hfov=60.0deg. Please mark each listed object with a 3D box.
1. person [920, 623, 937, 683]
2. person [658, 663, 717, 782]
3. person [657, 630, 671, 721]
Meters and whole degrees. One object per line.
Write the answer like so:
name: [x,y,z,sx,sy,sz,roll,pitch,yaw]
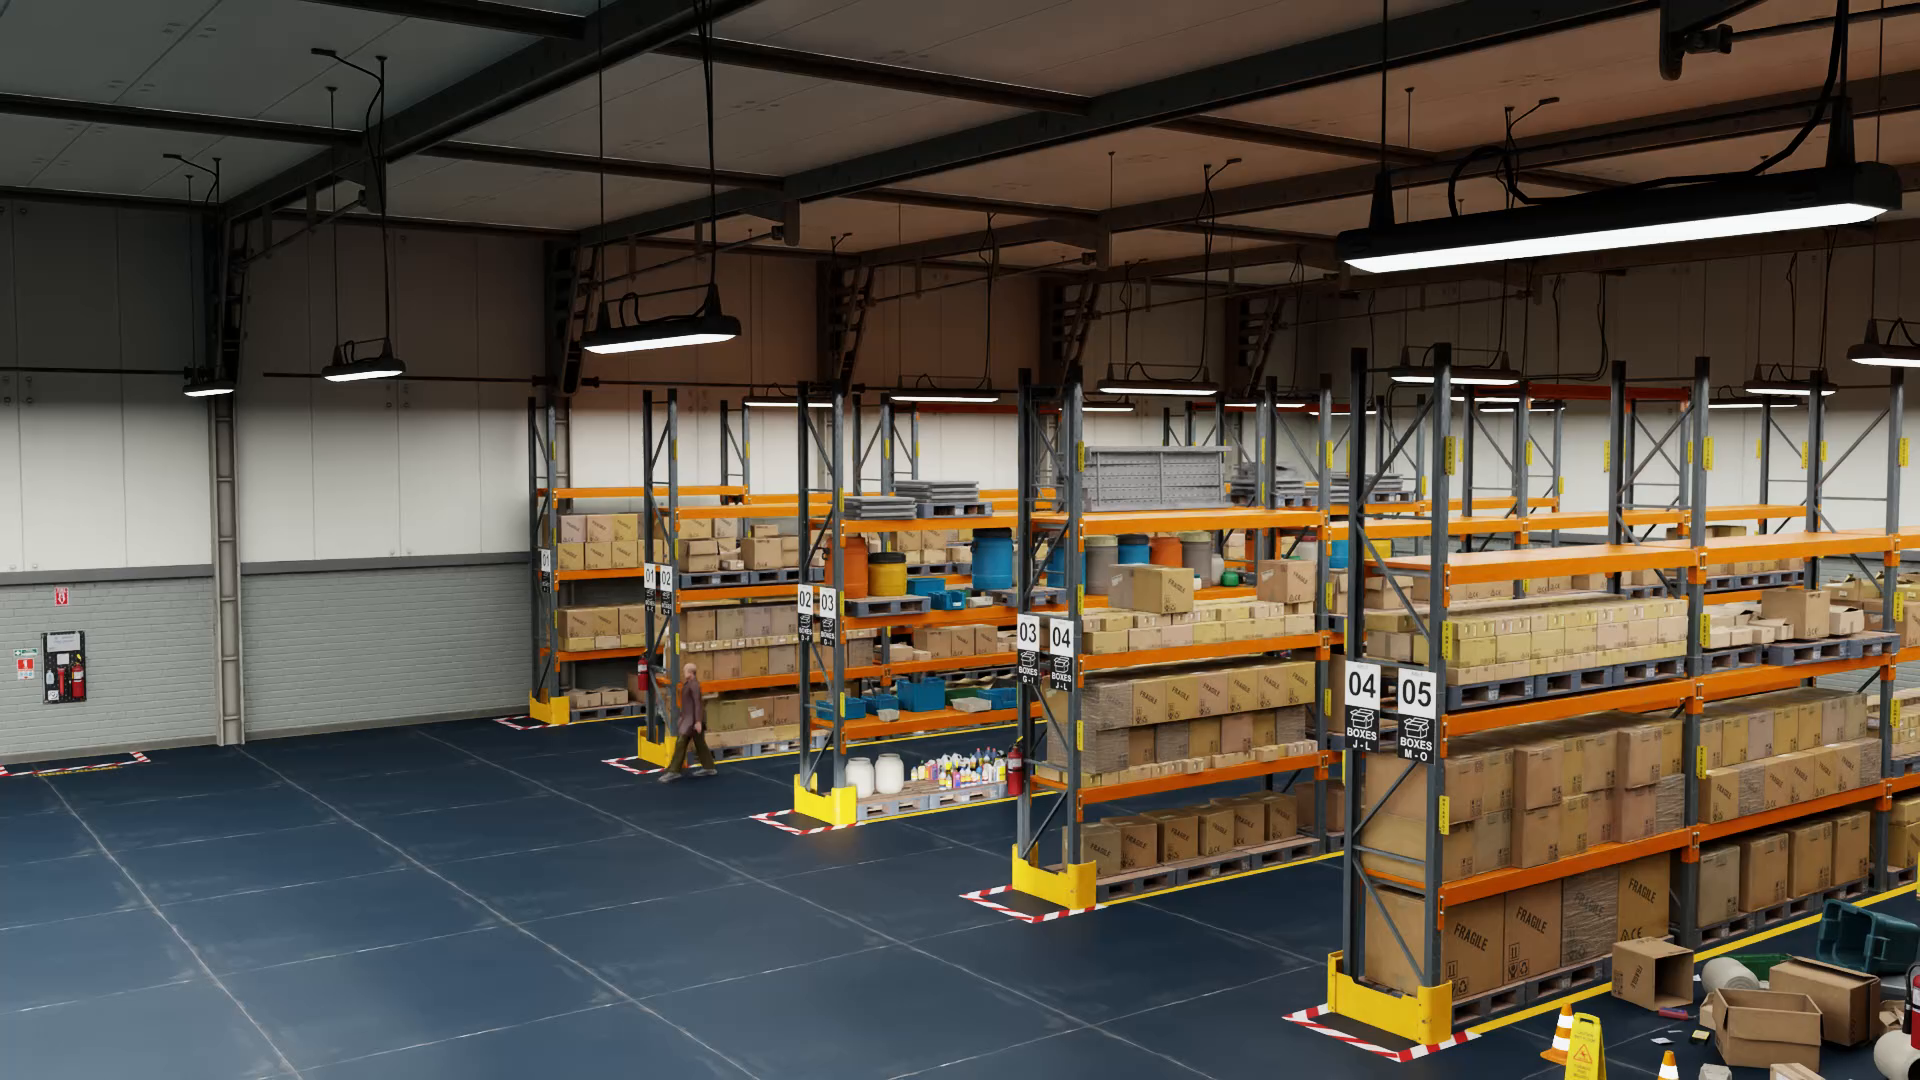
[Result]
person: [-0.686,2.374,32.608,0.960,1.671,0.569,-2,4,-29]
person: [-4.178,2.769,25.484,0.893,1.763,0.619,-1,3,-9]
person: [-5.356,2.465,30.676,0.486,1.765,0.575,-1,3,-12]
